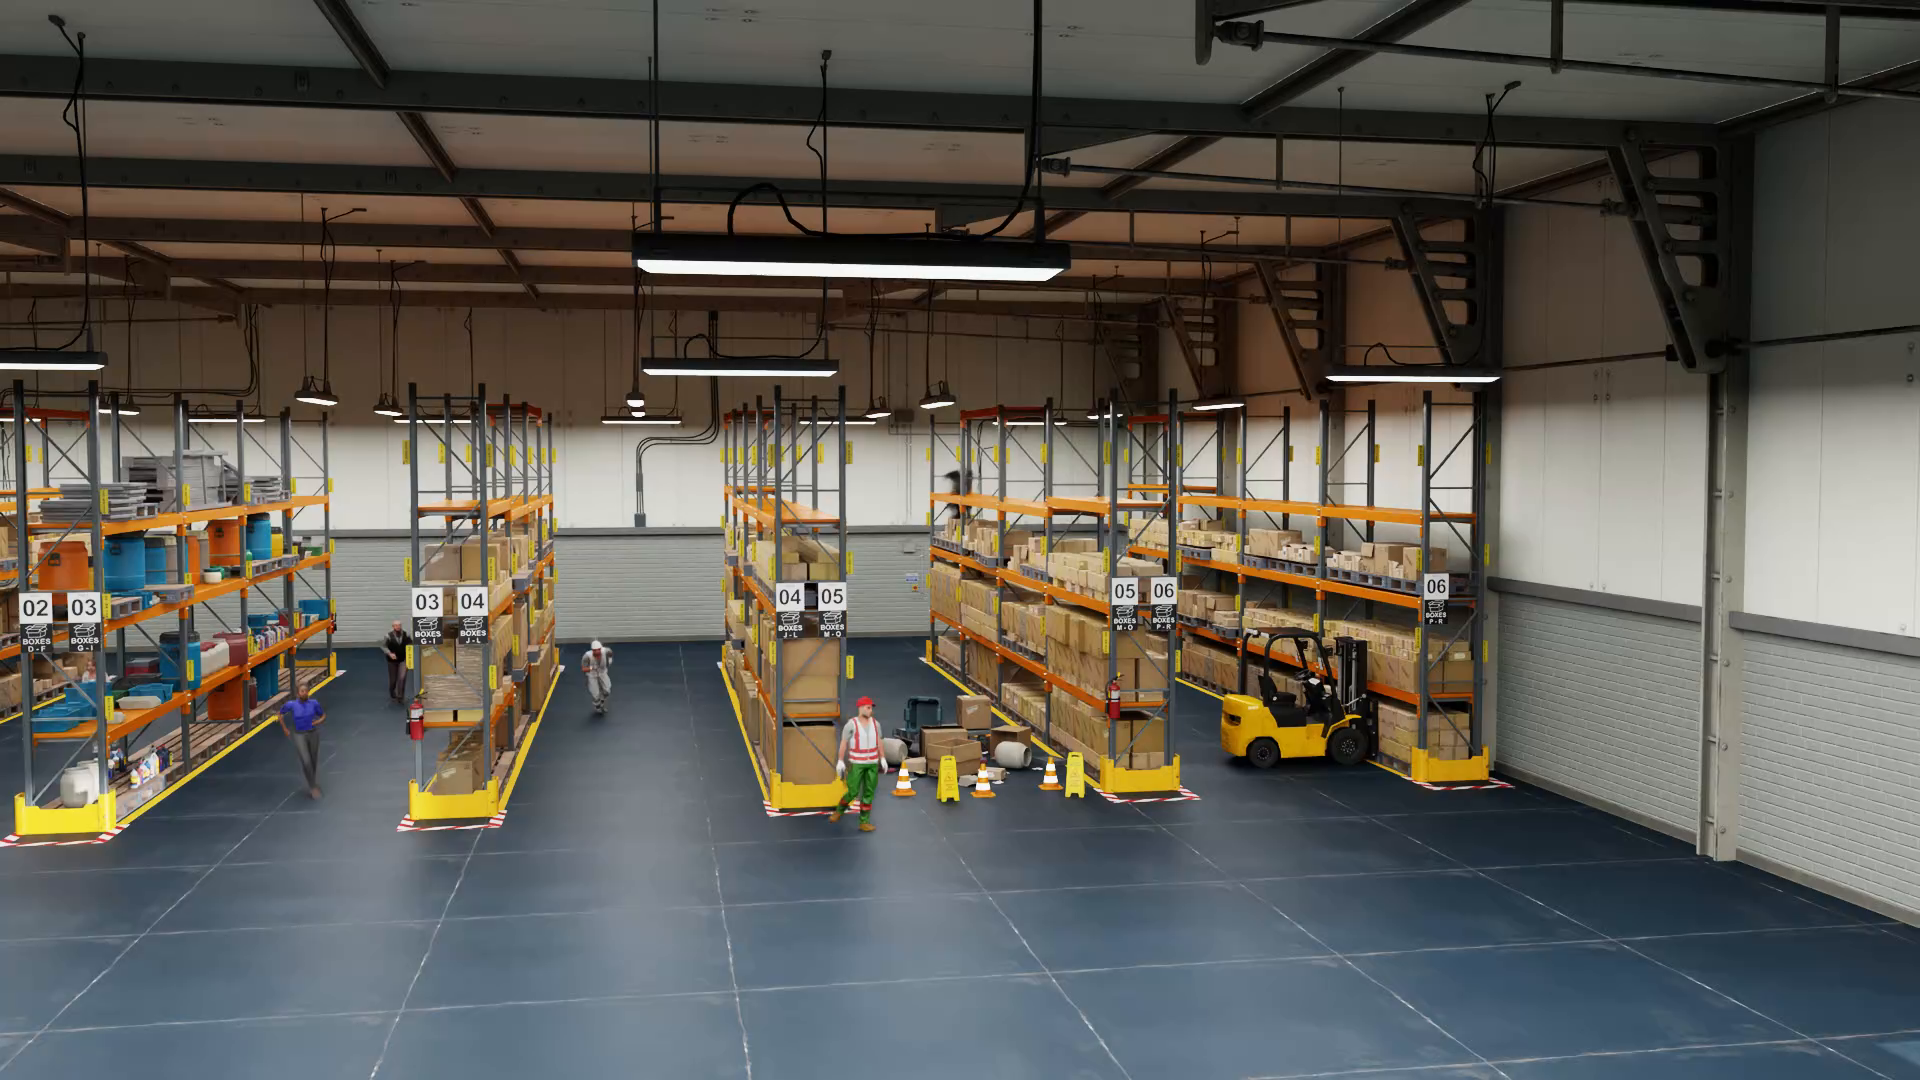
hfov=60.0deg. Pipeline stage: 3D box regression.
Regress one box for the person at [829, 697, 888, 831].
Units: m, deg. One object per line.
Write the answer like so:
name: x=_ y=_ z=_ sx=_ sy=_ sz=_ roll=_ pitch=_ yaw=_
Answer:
person: x=-1.375 y=2.979 z=22.249 sx=0.709 sy=1.784 sz=0.575 roll=-2 pitch=3 yaw=-30

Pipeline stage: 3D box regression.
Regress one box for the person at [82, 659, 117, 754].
person: x=-14.565 y=2.770 z=28.044 sx=0.531 sy=1.561 sz=0.825 roll=-1 pitch=3 yaw=-12

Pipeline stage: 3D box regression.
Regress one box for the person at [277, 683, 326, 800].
person: x=-9.644 y=2.941 z=24.428 sx=0.650 sy=1.687 sz=0.818 roll=-2 pitch=4 yaw=-36

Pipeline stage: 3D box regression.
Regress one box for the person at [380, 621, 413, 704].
person: x=-11.440 y=2.457 z=33.766 sx=0.650 sy=1.686 sz=0.849 roll=-1 pitch=3 yaw=-26

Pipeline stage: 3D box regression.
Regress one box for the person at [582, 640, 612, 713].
person: x=-6.941 y=2.628 z=31.893 sx=0.664 sy=1.485 sz=0.974 roll=-1 pitch=3 yaw=-21
